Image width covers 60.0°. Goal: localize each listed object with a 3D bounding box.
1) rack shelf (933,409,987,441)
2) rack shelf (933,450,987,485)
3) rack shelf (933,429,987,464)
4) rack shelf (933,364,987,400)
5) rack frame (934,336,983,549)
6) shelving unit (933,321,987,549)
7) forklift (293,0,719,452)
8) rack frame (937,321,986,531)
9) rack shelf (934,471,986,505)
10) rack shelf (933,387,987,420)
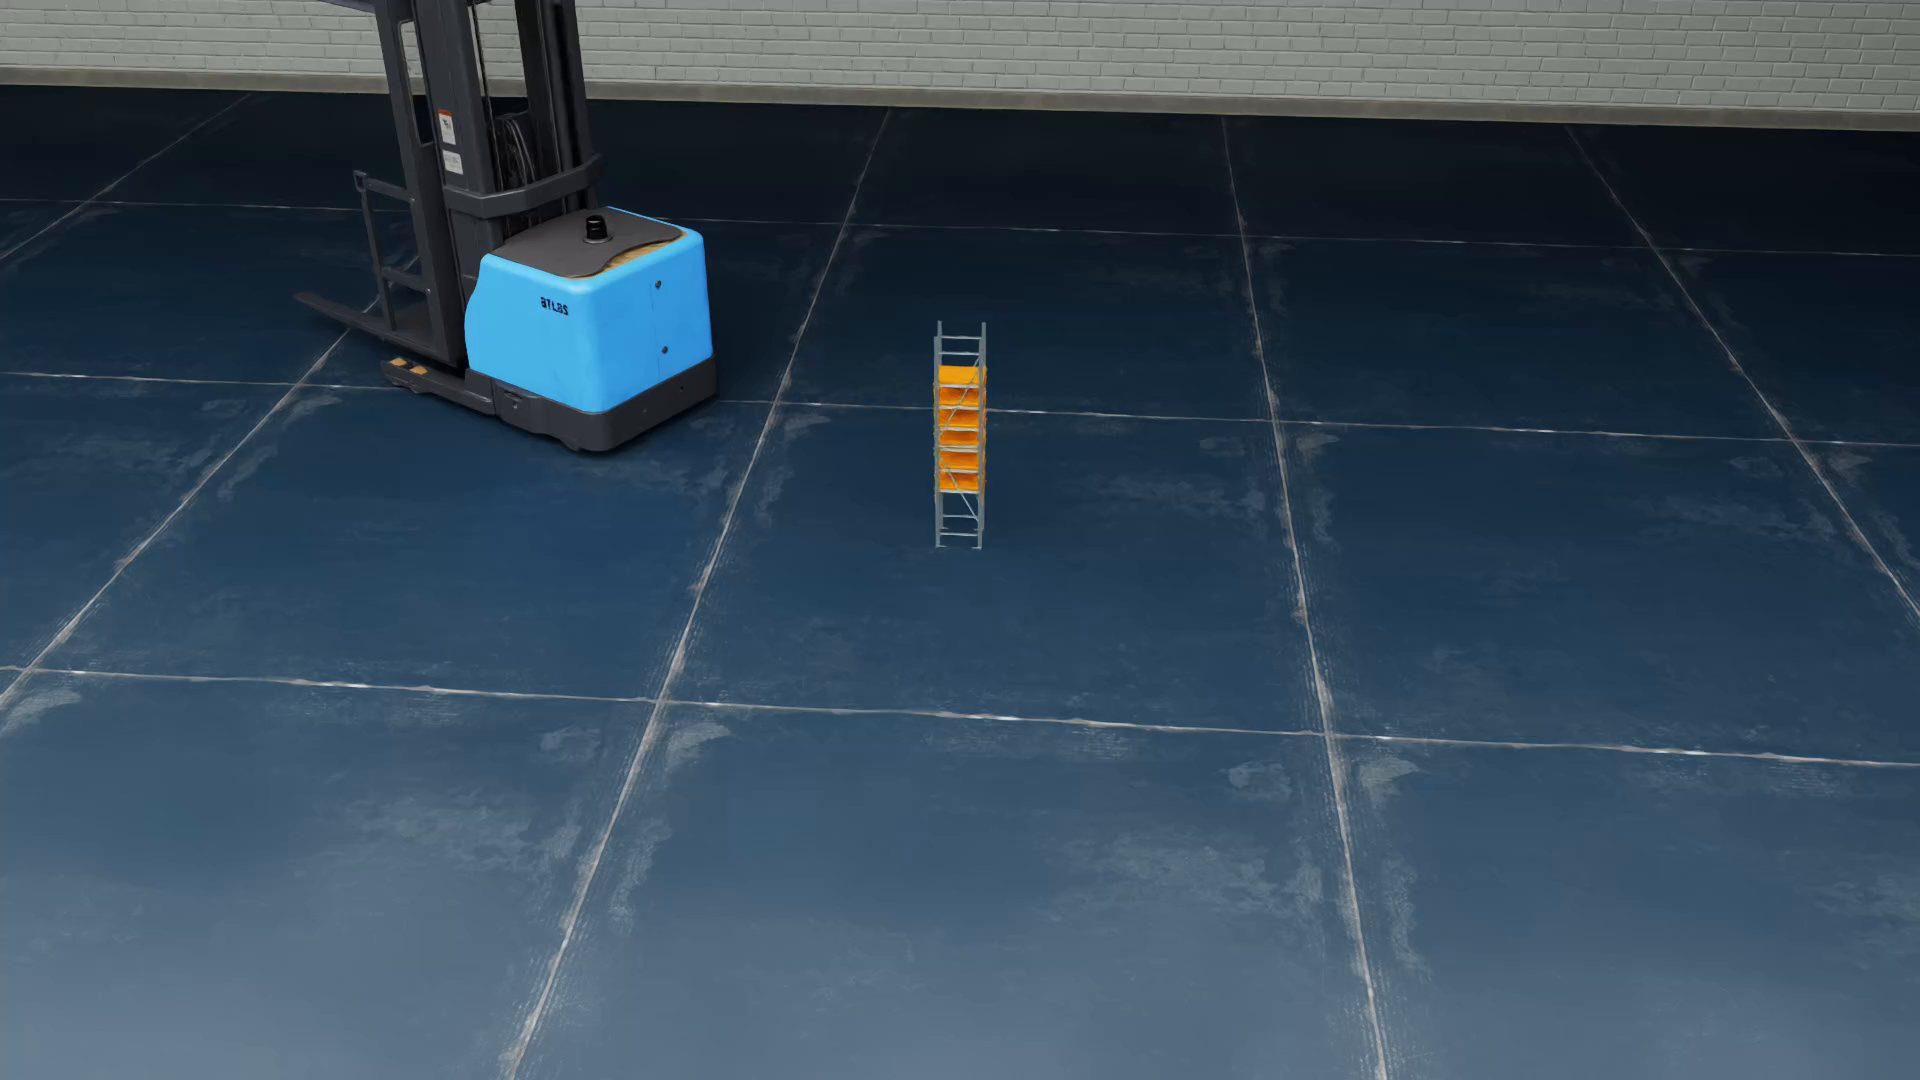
[{"bbox_3d":[0.001,-0.583,8.408,0.258,0.103,0.180,2,32,4],"label":"rack shelf"},{"bbox_3d":[0.001,-0.378,8.534,0.258,0.103,0.180,2,32,4],"label":"rack shelf"},{"bbox_3d":[0.001,-0.481,8.471,0.258,0.103,0.180,2,32,4],"label":"rack shelf"},{"bbox_3d":[0.001,-0.787,8.282,0.258,0.103,0.180,2,32,4],"label":"rack shelf"},{"bbox_3d":[-0.006,-0.471,8.370,0.240,1.200,0.006,2,32,4],"label":"rack frame"},{"bbox_3d":[0.001,-0.518,8.447,0.258,1.200,0.189,2,32,4],"label":"shelving unit"},{"bbox_3d":[-2.961,-2.350,9.769,3.031,2.935,1.130,20,37,30],"label":"forklift"},{"bbox_3d":[0.009,-0.566,8.525,0.240,1.200,0.006,2,32,4],"label":"rack frame"},{"bbox_3d":[0.001,-0.276,8.597,0.258,0.103,0.180,2,32,4],"label":"rack shelf"},{"bbox_3d":[0.001,-0.685,8.345,0.258,0.103,0.180,2,32,4],"label":"rack shelf"}]
